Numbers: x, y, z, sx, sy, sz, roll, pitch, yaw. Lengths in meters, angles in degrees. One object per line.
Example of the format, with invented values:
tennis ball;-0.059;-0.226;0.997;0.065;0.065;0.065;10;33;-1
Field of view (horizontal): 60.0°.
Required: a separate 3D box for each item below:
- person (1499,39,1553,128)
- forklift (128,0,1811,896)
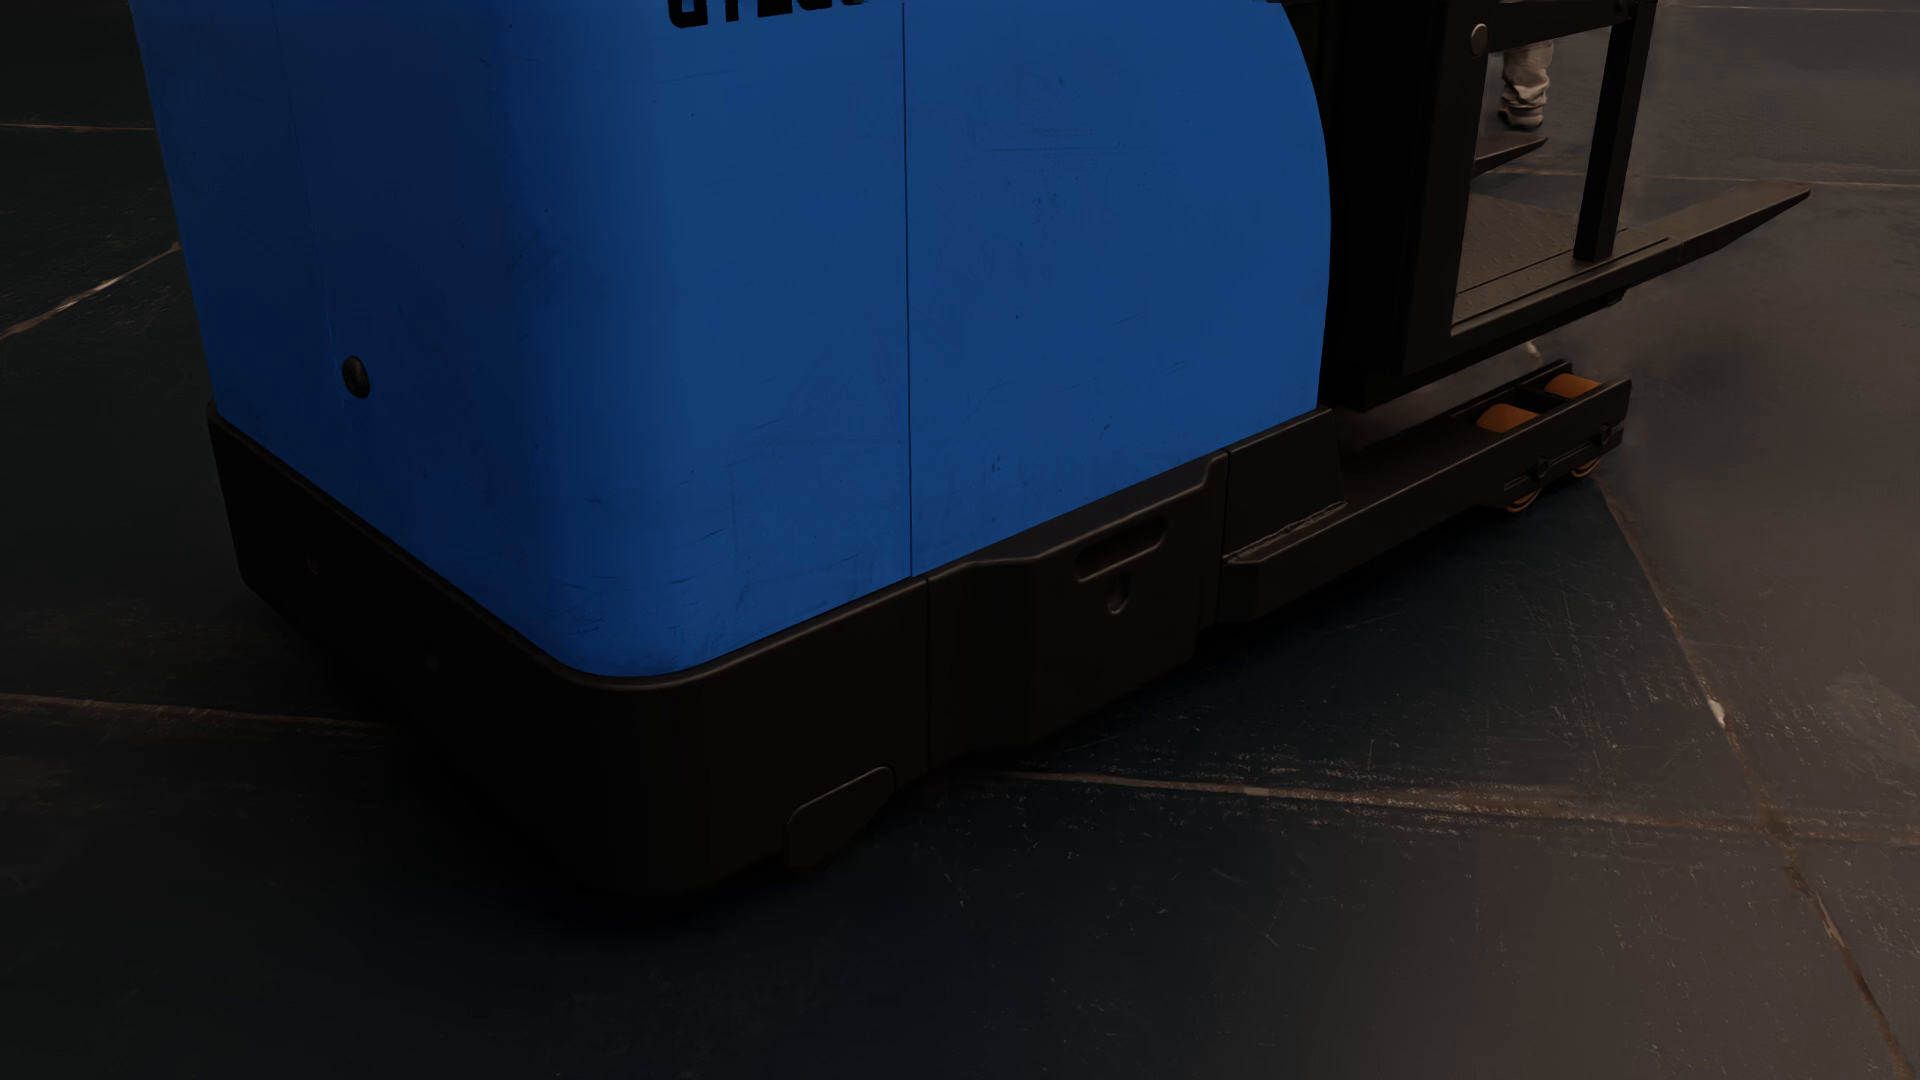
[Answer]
person;1.537;-2.064;4.678;0.615;1.794;0.497;3;27;6
forklift;0.446;-1.507;2.237;3.031;2.935;1.130;-22;34;-37
